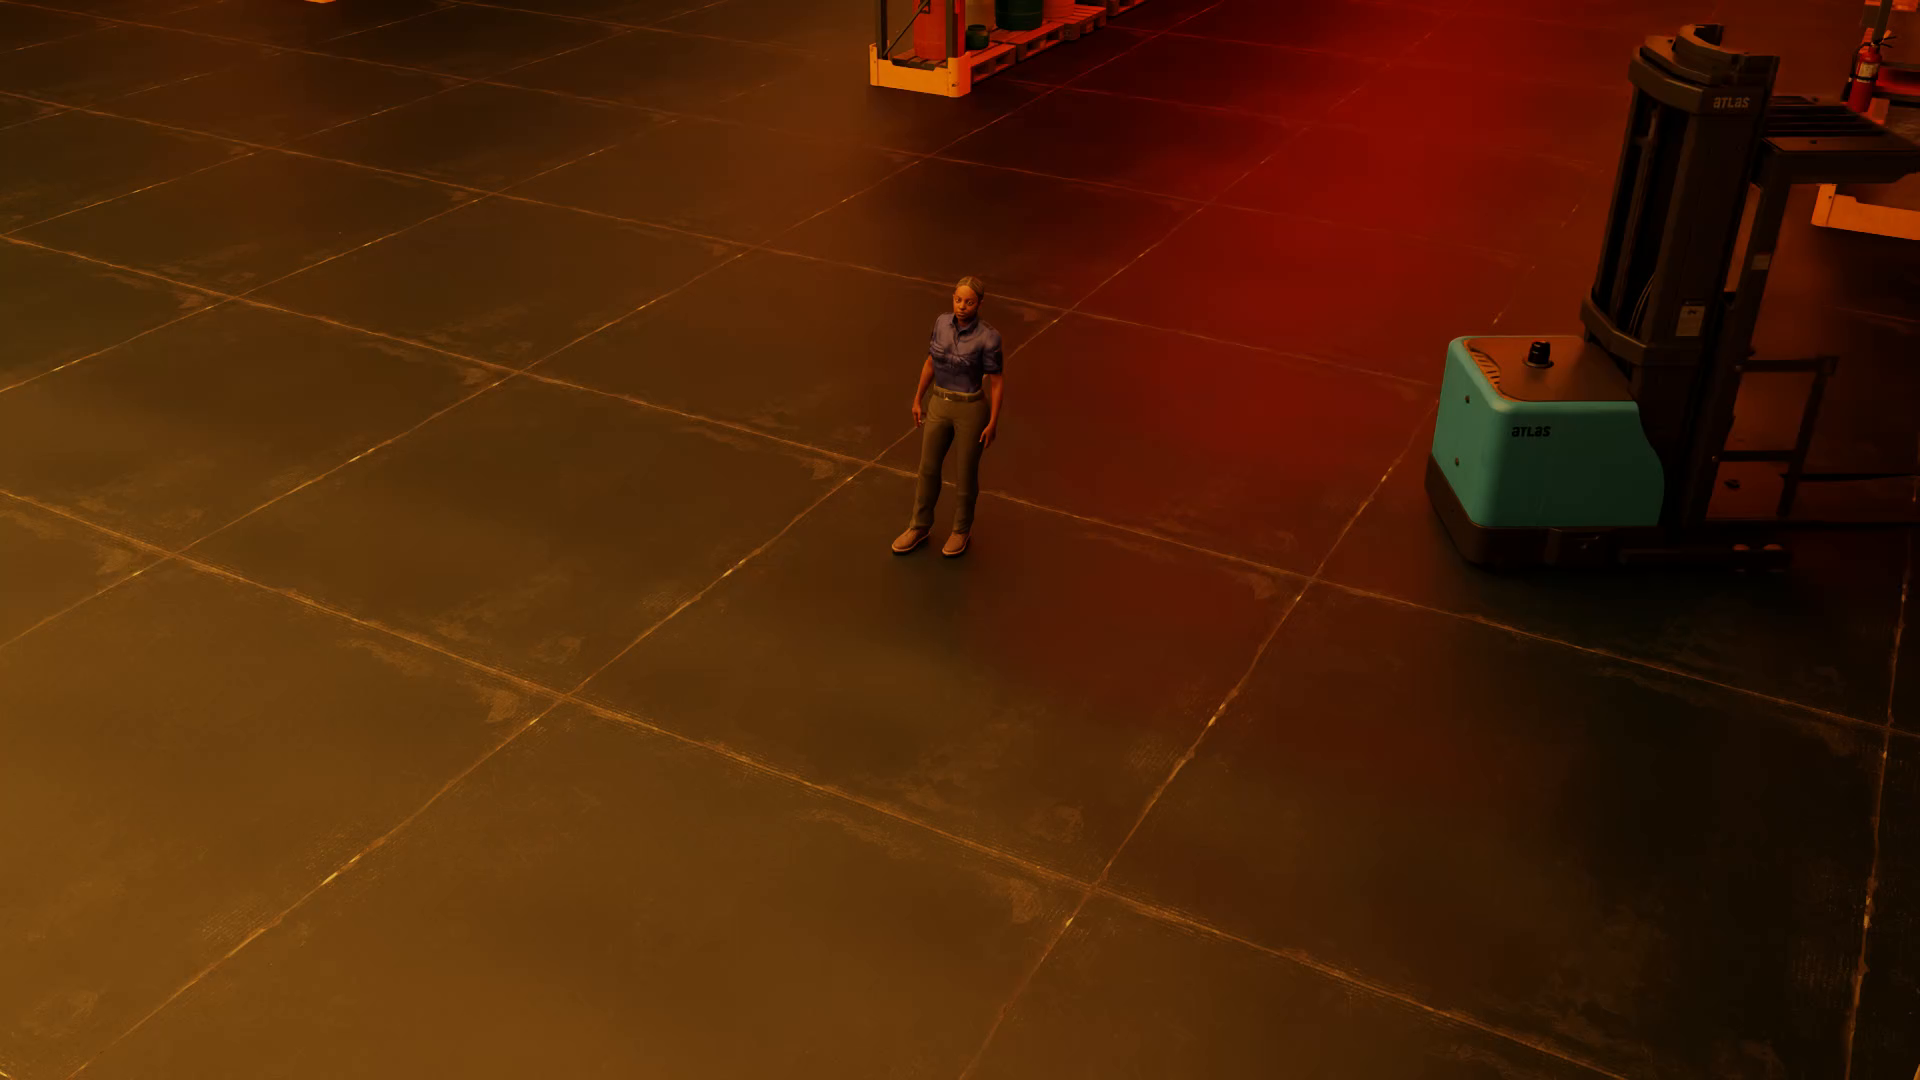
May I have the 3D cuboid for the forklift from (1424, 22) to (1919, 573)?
[{"bbox_3d":[4.436,-1.342,9.396,3.031,2.935,1.130,-1,30,-1],"label":"forklift"}]

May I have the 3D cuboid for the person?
[{"bbox_3d":[-0.059,-0.689,9.527,0.570,1.656,0.503,15,33,25],"label":"person"}]
